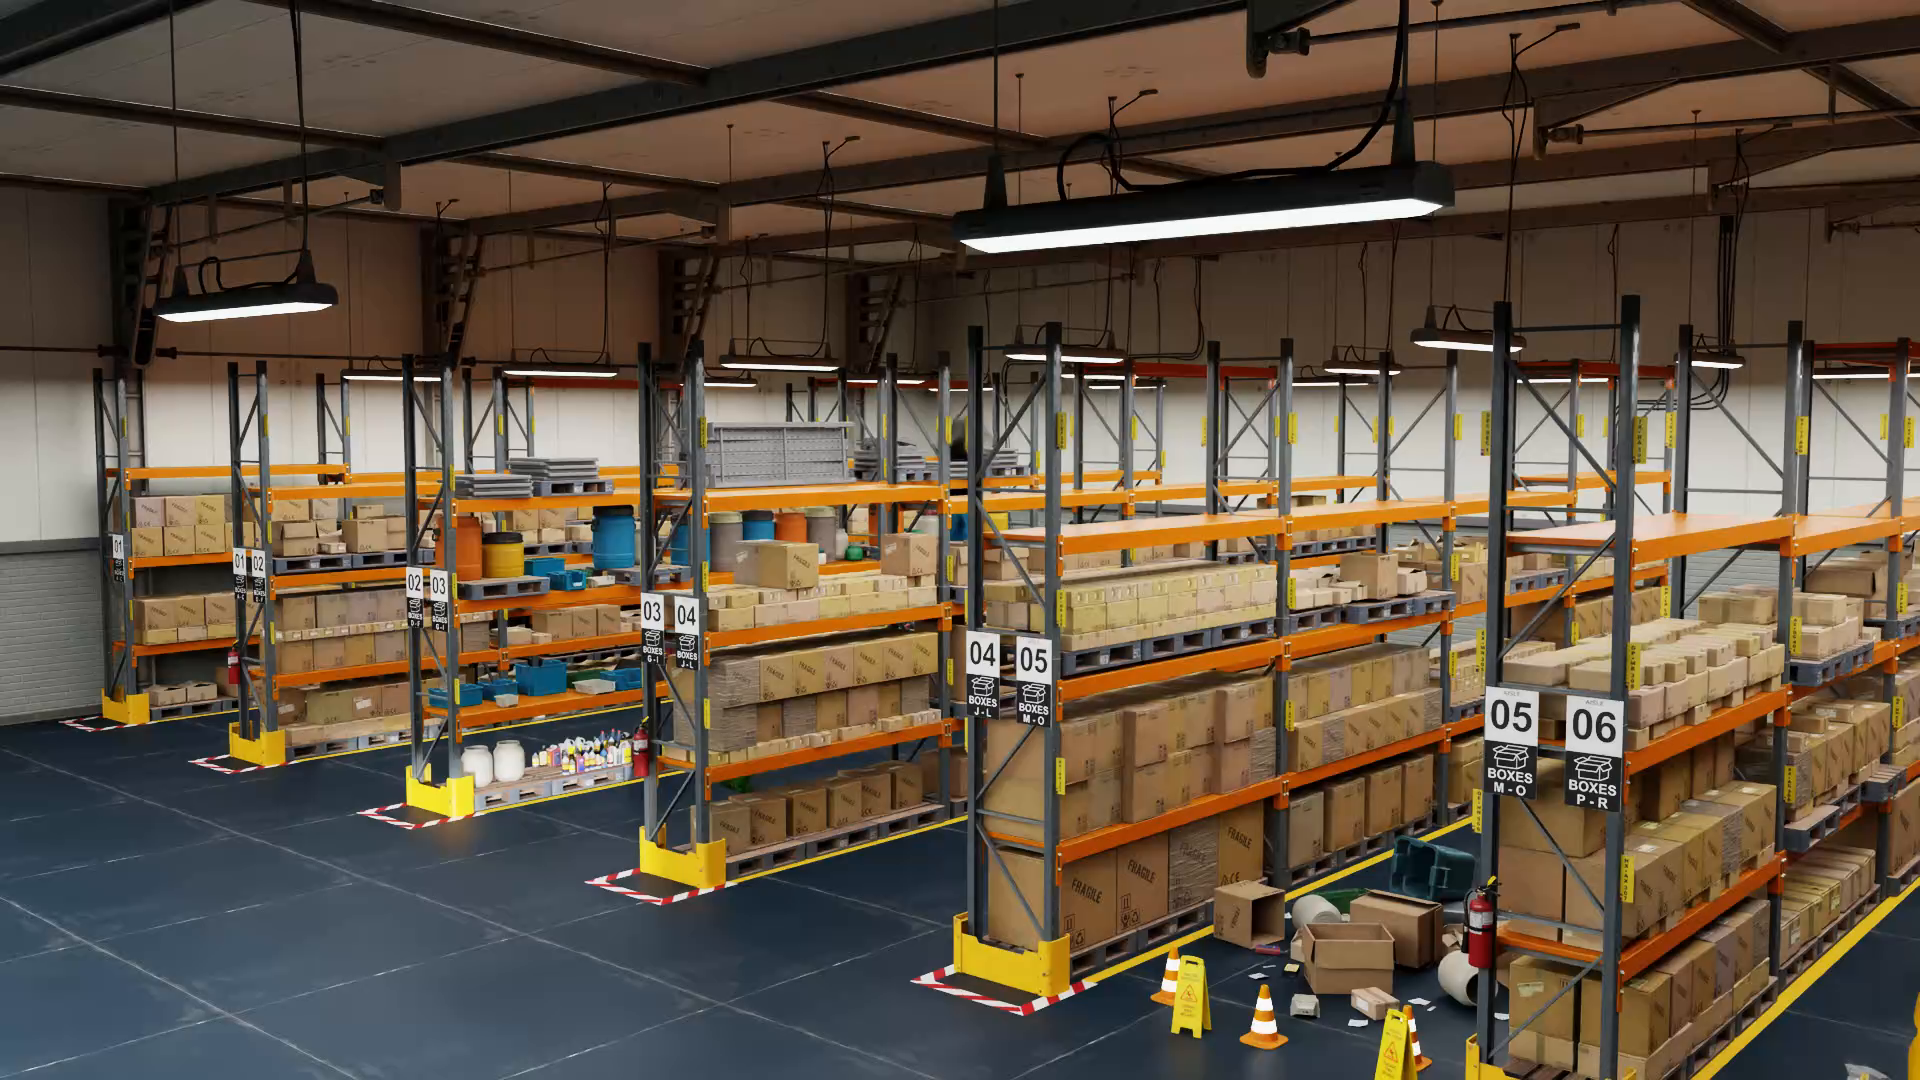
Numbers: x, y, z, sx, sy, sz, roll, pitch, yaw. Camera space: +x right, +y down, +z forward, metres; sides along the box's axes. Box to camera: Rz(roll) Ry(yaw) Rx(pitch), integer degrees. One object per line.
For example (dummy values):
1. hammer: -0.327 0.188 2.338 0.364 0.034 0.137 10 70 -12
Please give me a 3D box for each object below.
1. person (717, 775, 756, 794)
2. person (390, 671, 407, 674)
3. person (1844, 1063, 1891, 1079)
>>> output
1. person: -2.878 2.812 21.373 0.942 1.532 0.704 -2 5 -31
2. person: -9.681 2.265 28.511 0.599 1.626 0.897 3 5 33
3. person: 4.929 3.637 9.166 0.685 1.692 0.789 -4 6 -44
